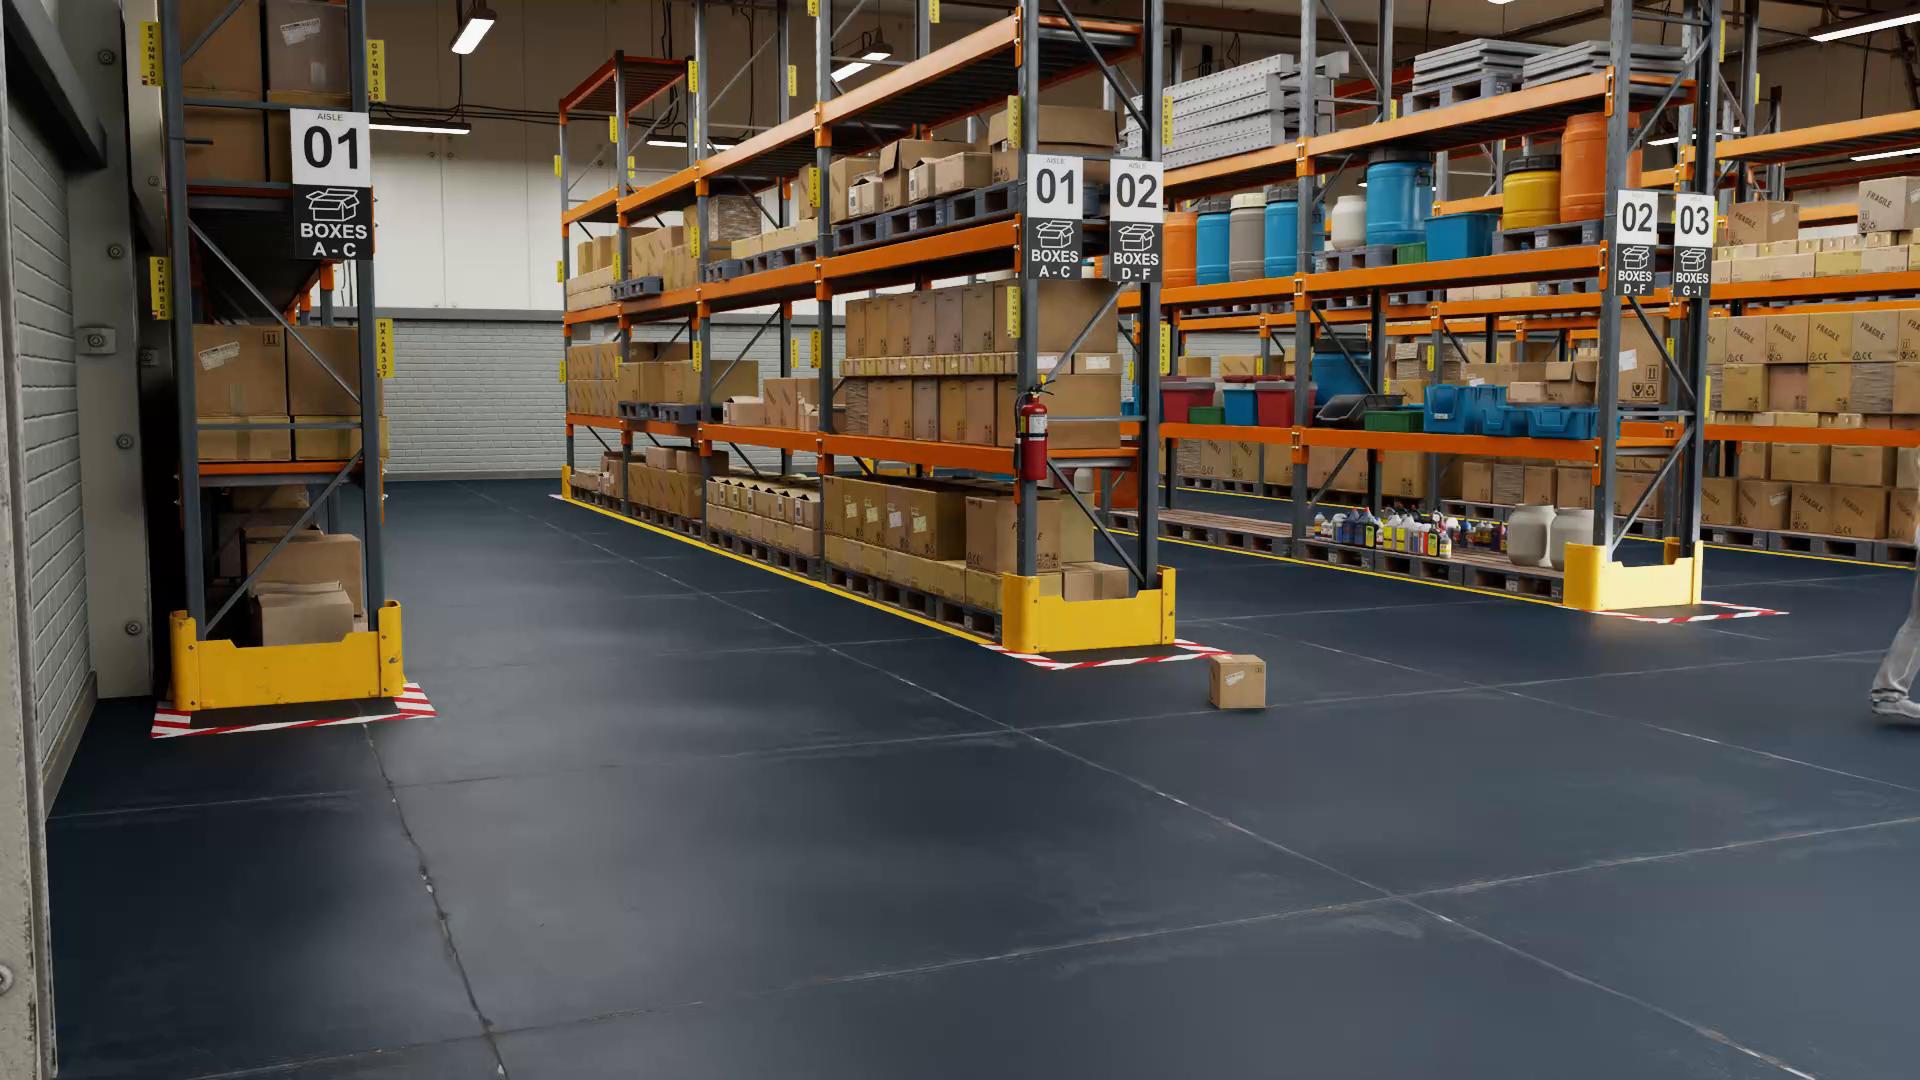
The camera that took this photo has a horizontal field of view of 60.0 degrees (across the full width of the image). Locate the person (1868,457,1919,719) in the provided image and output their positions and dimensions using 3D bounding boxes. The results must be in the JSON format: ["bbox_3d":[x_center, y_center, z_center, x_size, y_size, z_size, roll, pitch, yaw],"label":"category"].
[{"bbox_3d":[5.091,0.060,8.314,0.913,1.744,0.559,2,6,16],"label":"person"}]
